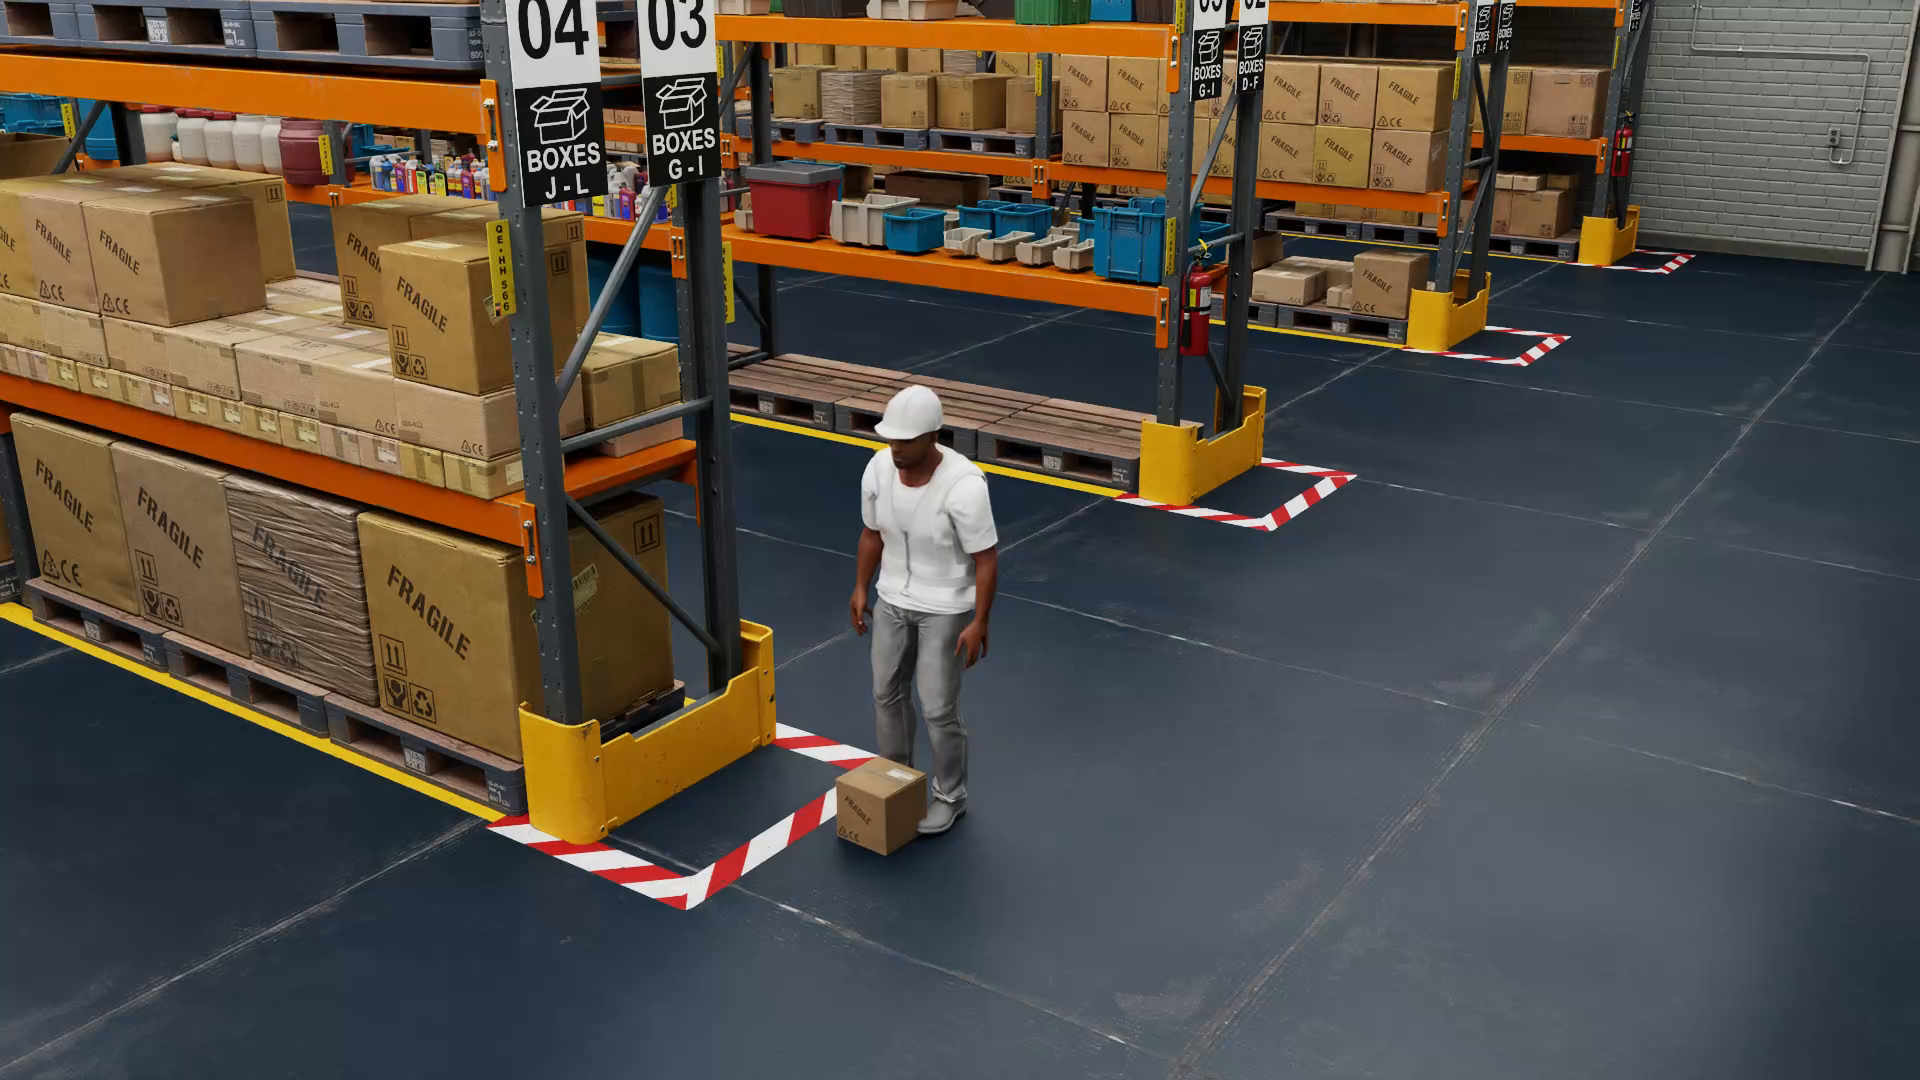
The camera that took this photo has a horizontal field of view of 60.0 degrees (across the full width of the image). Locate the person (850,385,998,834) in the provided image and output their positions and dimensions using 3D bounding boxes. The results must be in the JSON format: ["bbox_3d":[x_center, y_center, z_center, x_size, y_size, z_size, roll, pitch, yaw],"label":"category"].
[{"bbox_3d":[-0.154,0.254,6.335,0.632,1.759,0.462,14,24,34],"label":"person"}]
